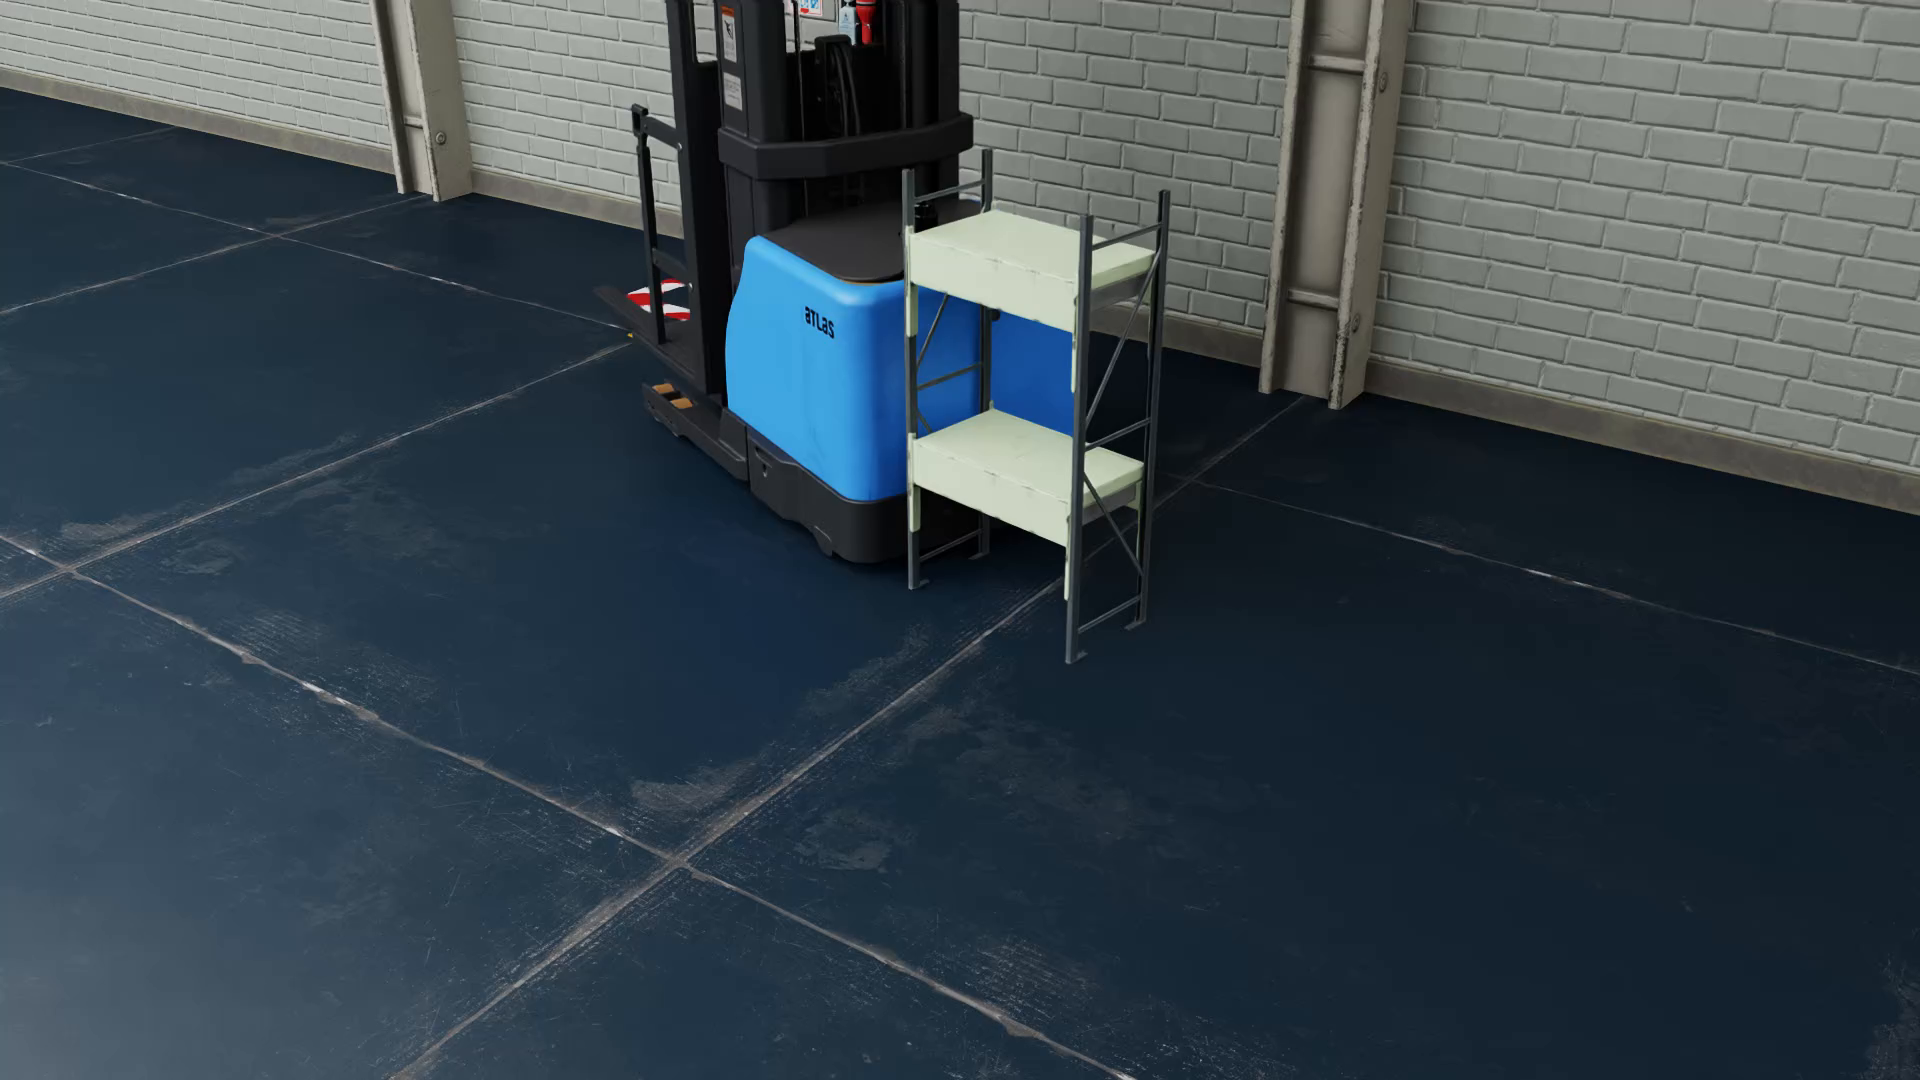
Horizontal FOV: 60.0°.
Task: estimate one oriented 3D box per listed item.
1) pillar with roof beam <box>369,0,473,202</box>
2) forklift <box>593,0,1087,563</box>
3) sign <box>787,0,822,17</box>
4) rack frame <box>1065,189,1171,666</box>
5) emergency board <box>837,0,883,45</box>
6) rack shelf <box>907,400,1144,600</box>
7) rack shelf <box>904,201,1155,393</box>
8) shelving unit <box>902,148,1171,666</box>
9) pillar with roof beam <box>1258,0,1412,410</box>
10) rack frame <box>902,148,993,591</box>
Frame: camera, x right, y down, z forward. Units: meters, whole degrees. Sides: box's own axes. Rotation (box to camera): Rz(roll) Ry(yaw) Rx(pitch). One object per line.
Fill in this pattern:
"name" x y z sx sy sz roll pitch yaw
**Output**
"pillar with roof beam" -5.776 -4.627 5.421 0.400 9.000 9.100 17 32 30
"forklift" -0.725 -1.848 6.650 1.130 2.935 3.031 -16 31 -28
"sign" -0.805 -2.867 8.538 0.234 0.329 0.001 17 32 30
"rack frame" 0.491 -0.326 5.237 0.023 1.500 0.400 24 35 38
"emergency board" -0.408 -2.671 8.191 0.643 1.169 0.194 17 32 30
"rack shelf" 0.227 -0.150 5.610 0.720 0.370 0.431 24 35 38
"rack shelf" 0.227 -0.789 5.286 0.720 0.370 0.431 24 35 38
"shelving unit" 0.227 -0.441 5.463 0.755 1.500 0.431 24 35 38
"pillar with roof beam" -0.830 -3.086 2.393 0.400 9.000 9.100 17 32 30
"rack frame" -0.037 -0.556 5.688 0.023 1.500 0.400 24 35 38
